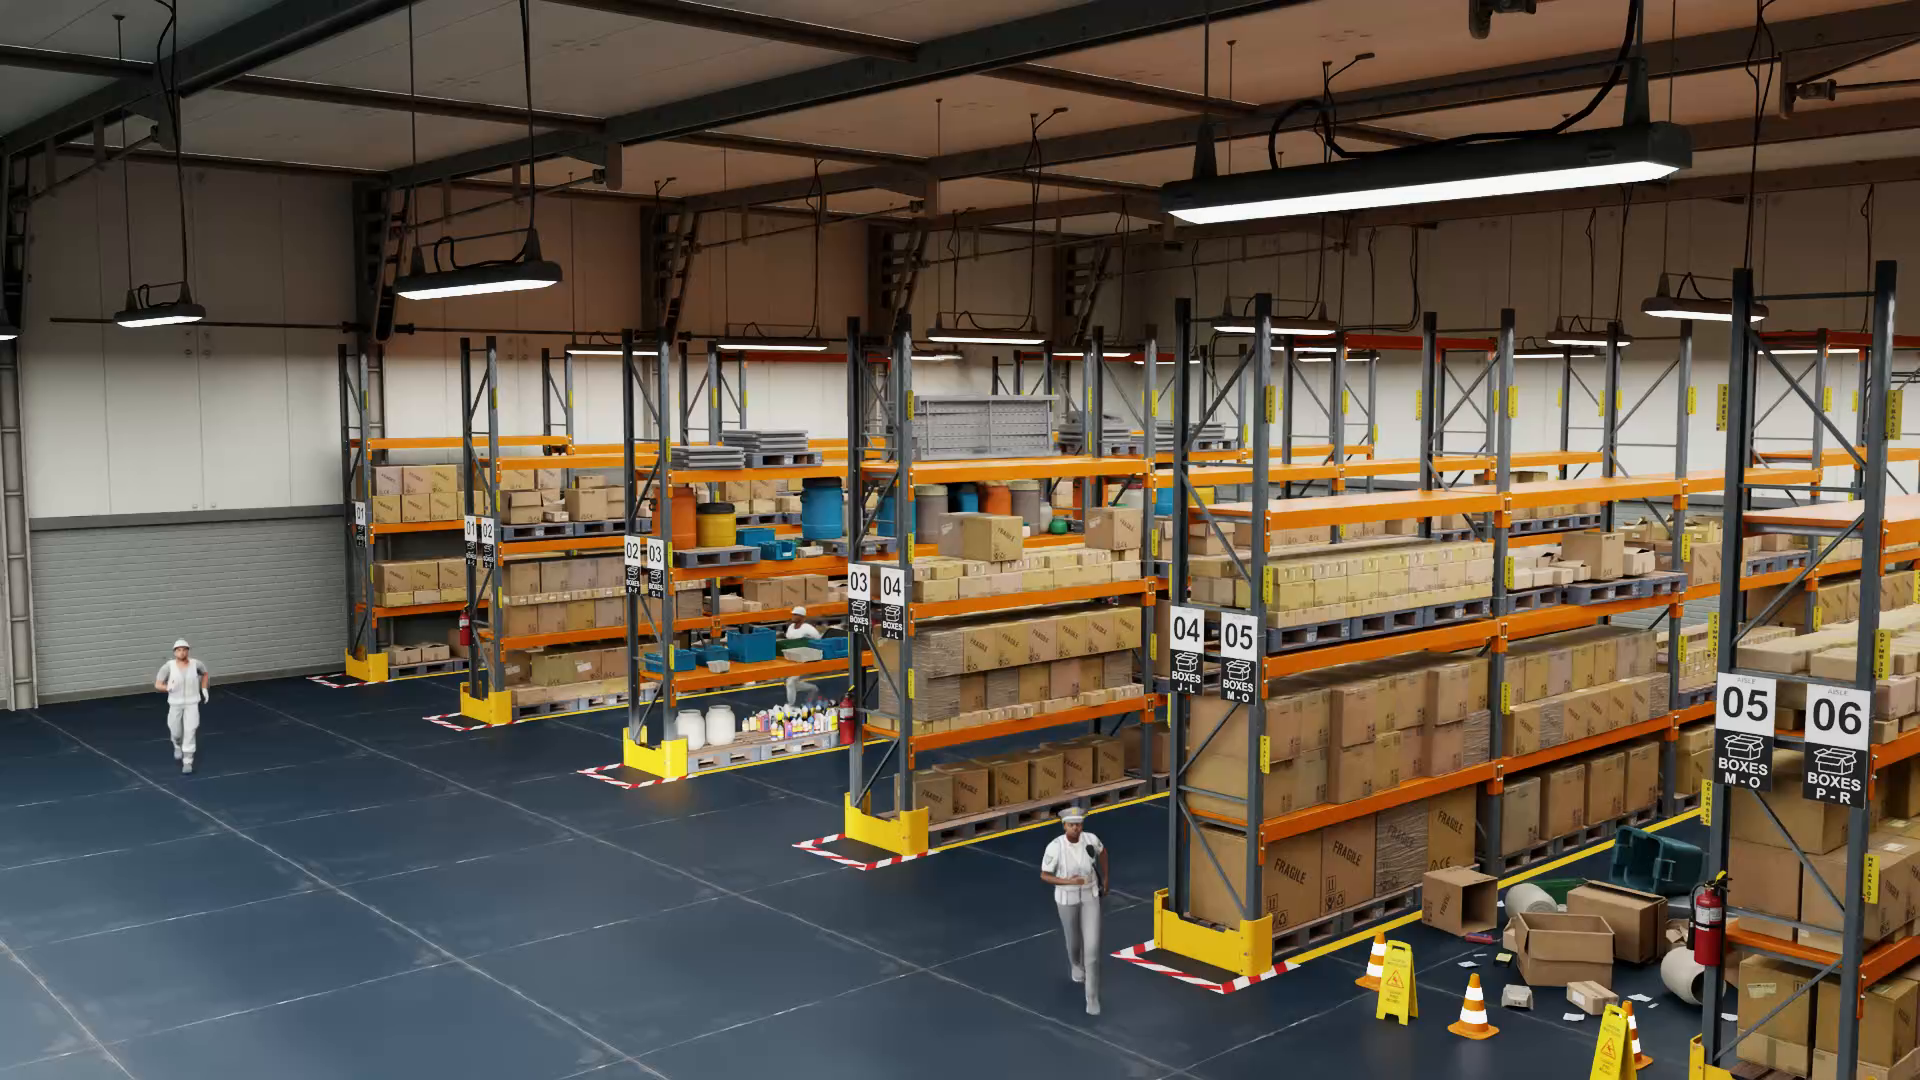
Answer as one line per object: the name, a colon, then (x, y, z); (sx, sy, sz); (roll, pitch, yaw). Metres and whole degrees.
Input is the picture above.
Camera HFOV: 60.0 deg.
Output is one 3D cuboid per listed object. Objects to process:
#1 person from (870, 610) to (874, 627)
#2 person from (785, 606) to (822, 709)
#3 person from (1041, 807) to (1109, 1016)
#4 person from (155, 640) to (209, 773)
person: (-1.701, 1.156, 35.183); (0.568, 1.678, 0.940); (5, 7, 41)
person: (-2.561, 1.931, 26.595); (0.870, 1.745, 0.712); (-5, 7, -45)
person: (0.975, 3.082, 14.146); (0.615, 1.729, 0.898); (-1, 5, -7)
person: (-10.591, 2.232, 22.670); (0.668, 1.770, 0.908); (-3, 6, -27)
